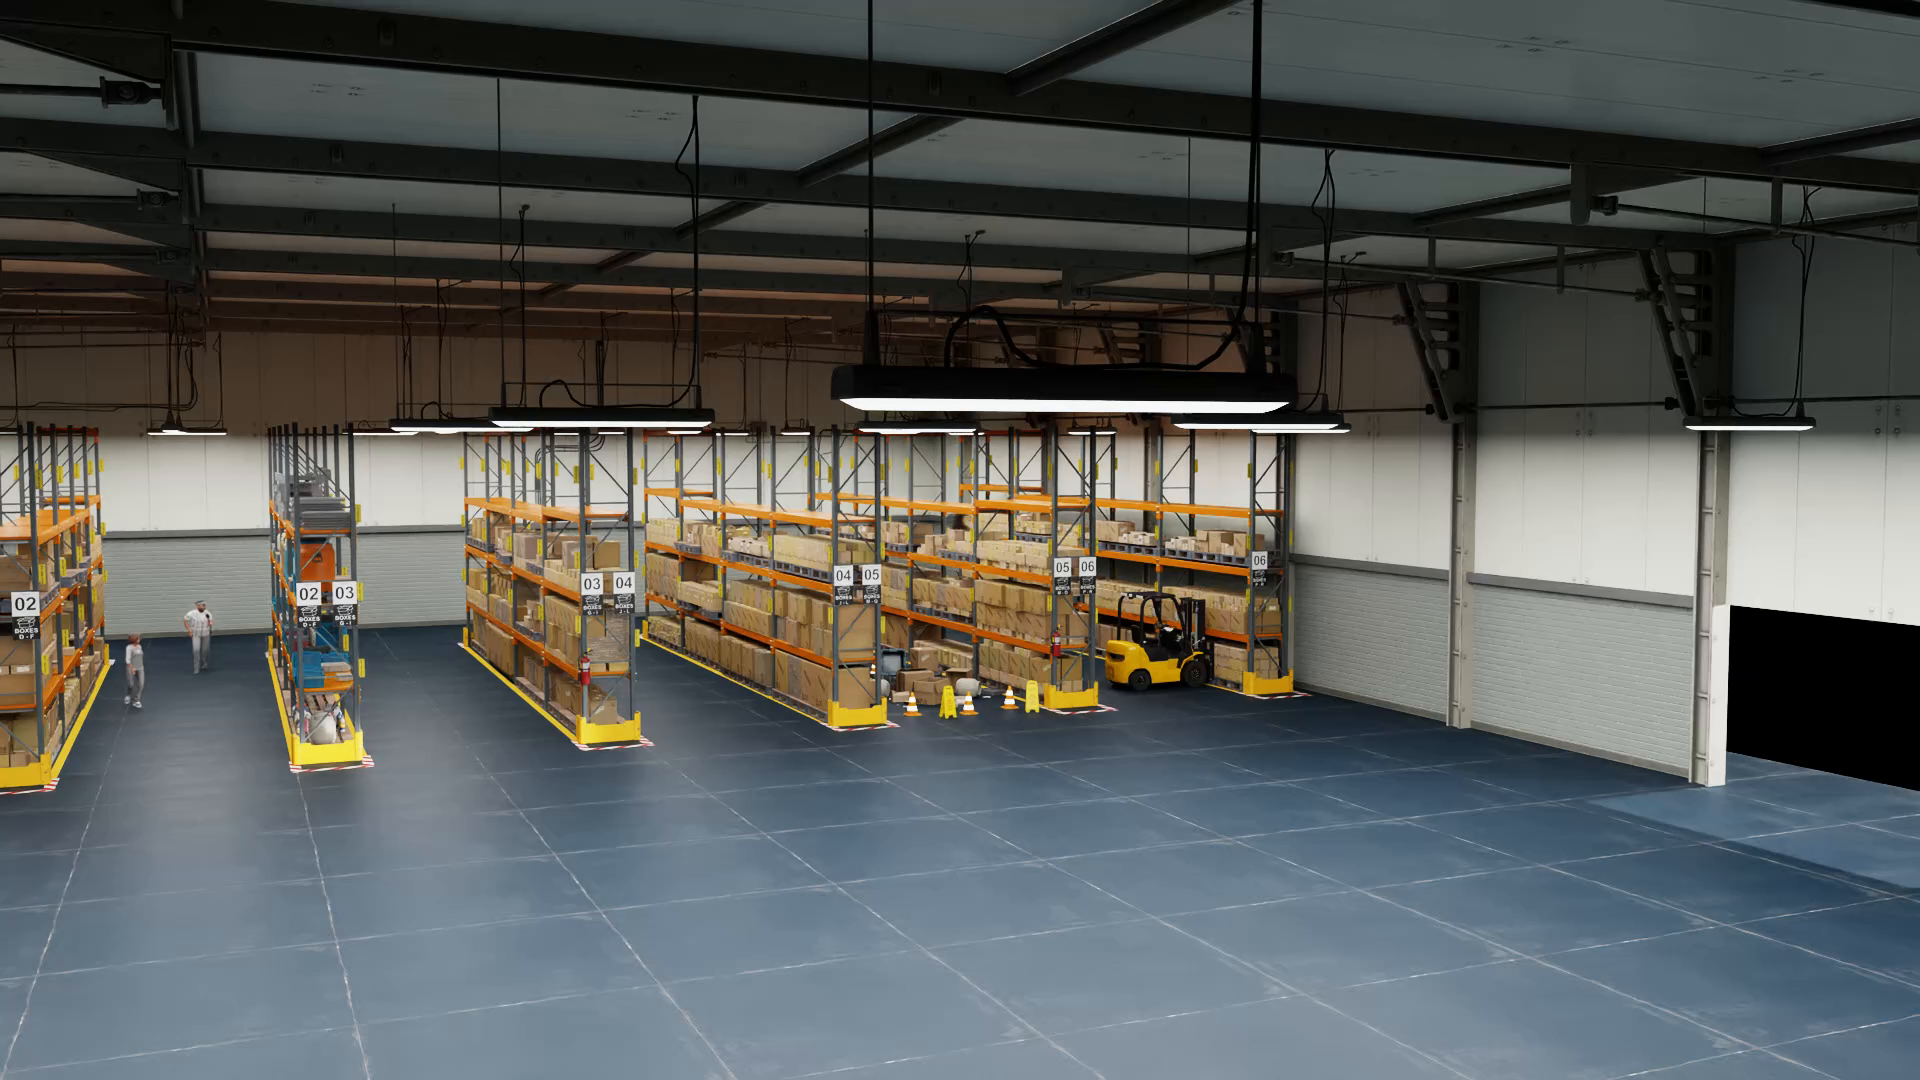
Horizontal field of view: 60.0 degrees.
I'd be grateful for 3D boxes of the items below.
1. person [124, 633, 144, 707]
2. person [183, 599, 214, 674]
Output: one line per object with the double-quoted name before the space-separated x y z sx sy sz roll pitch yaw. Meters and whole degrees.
"person" -17.611 2.827 35.525 0.631 1.455 0.482 3 4 39
"person" -18.674 2.359 40.816 0.693 1.826 0.825 -2 4 -24
